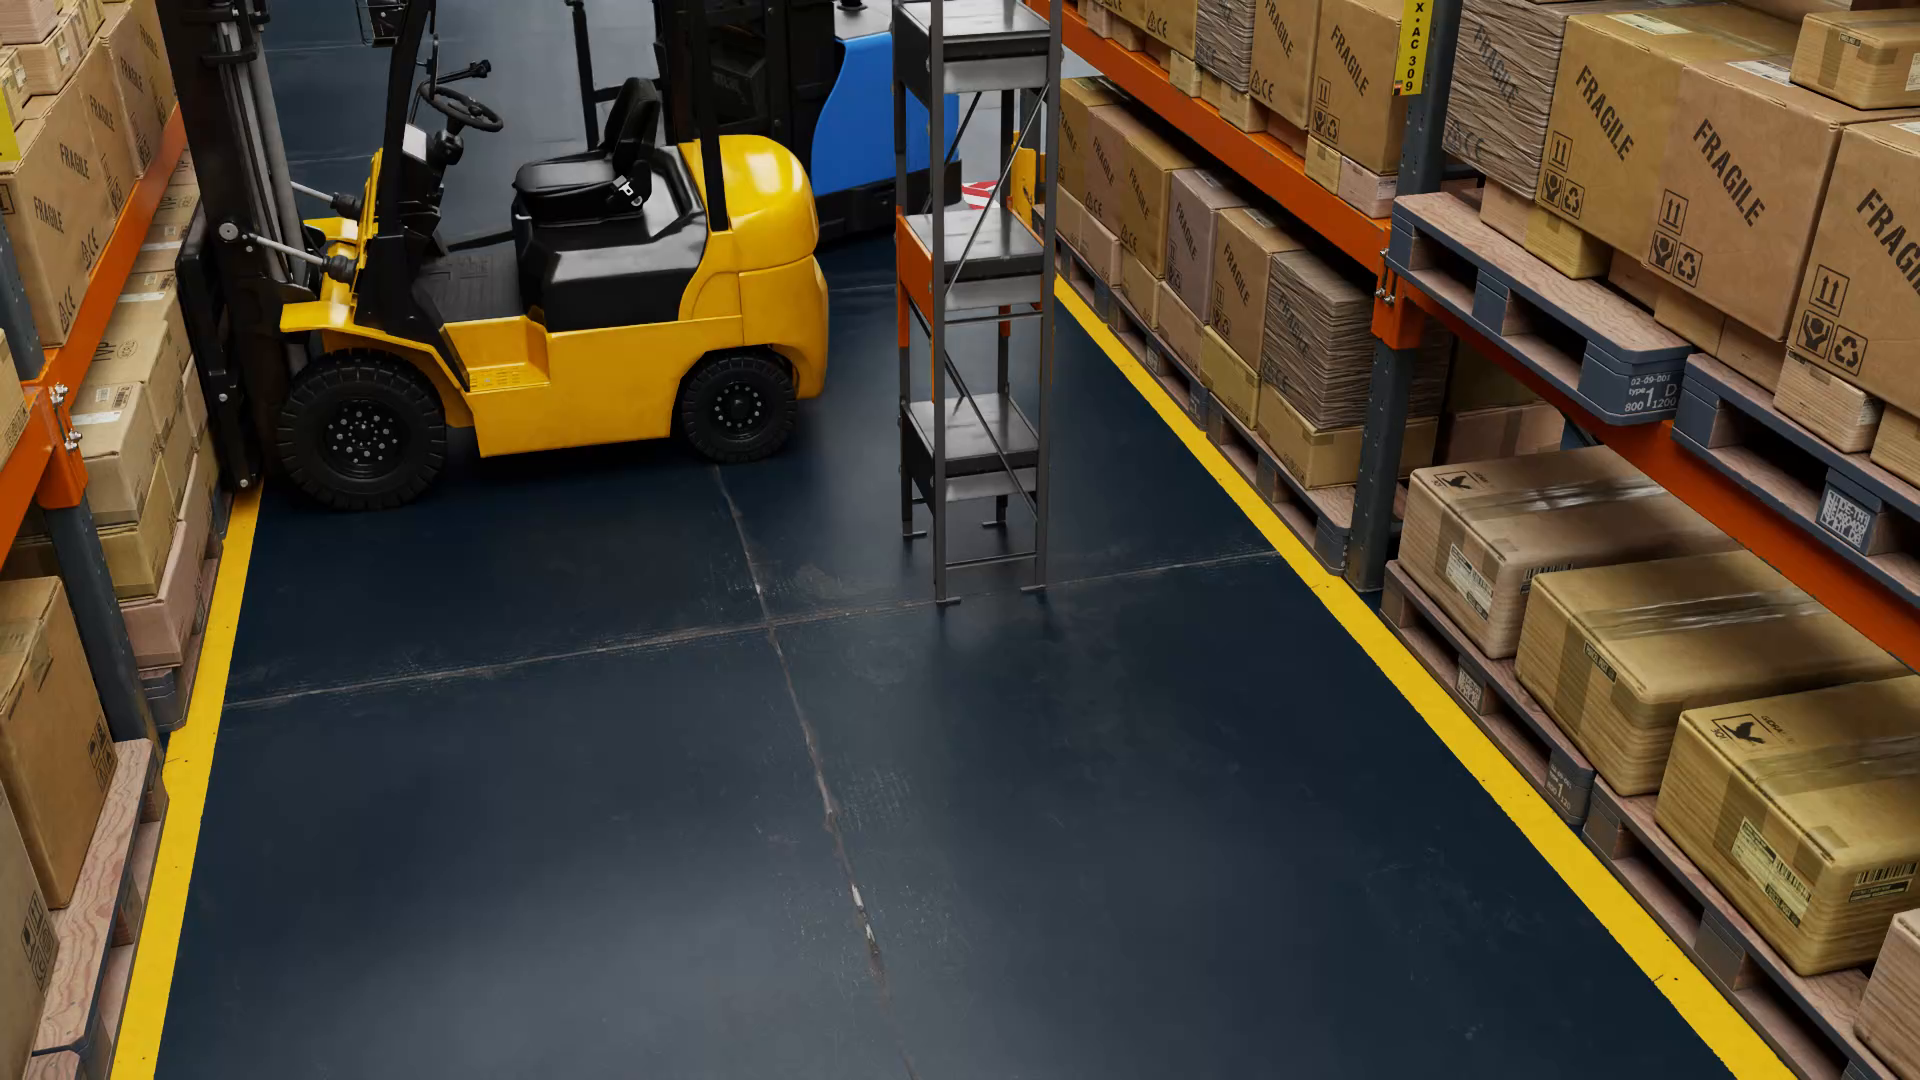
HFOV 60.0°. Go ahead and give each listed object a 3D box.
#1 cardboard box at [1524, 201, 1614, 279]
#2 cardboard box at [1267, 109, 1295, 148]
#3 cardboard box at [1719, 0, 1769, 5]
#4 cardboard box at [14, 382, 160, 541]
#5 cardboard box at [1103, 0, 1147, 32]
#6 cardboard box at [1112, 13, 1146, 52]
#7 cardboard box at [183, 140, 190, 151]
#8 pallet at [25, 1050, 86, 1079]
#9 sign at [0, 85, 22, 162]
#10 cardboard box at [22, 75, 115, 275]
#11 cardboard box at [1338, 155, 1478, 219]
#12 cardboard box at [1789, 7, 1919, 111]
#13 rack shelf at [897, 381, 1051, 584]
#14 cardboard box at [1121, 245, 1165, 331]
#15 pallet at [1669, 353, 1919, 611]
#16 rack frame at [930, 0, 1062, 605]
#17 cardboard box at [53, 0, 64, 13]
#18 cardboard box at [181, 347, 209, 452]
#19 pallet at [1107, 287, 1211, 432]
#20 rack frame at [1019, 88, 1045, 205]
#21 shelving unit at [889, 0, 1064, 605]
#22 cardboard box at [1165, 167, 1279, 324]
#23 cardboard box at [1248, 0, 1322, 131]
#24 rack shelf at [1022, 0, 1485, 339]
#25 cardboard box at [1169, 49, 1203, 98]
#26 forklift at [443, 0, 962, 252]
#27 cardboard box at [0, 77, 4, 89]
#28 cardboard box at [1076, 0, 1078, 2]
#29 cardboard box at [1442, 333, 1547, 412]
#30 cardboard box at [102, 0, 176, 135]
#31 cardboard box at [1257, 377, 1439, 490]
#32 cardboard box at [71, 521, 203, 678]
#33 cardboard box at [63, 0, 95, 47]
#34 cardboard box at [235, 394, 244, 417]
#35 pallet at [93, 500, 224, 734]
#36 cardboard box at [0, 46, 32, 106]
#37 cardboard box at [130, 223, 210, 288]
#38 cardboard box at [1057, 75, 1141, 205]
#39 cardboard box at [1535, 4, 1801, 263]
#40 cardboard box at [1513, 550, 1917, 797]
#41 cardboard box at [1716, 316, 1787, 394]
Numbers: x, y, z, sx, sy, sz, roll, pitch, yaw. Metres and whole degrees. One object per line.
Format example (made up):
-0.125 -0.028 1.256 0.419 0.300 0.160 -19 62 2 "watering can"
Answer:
1.782 -0.839 4.537 0.380 0.149 0.250 -7 31 -12 "cardboard box"
1.384 -1.581 6.238 0.380 0.149 0.250 -8 31 -14 "cardboard box"
2.226 -1.358 4.786 0.500 0.500 0.500 -8 31 -14 "cardboard box"
-2.728 -0.235 4.989 0.500 0.250 0.500 -8 31 -14 "cardboard box"
0.956 -2.540 7.247 0.500 0.500 0.500 -8 31 -14 "cardboard box"
0.908 -2.321 7.516 0.380 0.149 0.250 -7 31 -12 "cardboard box"
-3.541 -1.711 7.539 0.500 0.250 0.500 -7 31 -12 "cardboard box"
-2.341 1.613 3.253 1.003 0.211 1.213 -8 31 -13 "pallet"
-2.381 -1.079 4.043 0.100 0.325 0.005 -8 31 -13 "sign"
-2.922 -1.077 5.017 0.500 0.500 0.500 -7 31 -12 "cardboard box"
1.503 -1.203 5.585 0.380 0.149 0.250 -8 31 -14 "cardboard box"
2.054 -1.046 3.600 0.380 0.149 0.250 -6 31 -10 "cardboard box"
0.044 -0.211 5.943 0.431 0.518 0.480 -8 31 -13 "rack shelf"
1.054 -1.185 7.628 0.500 0.250 0.500 -6 31 -10 "cardboard box"
2.379 -0.133 3.677 1.003 0.211 1.213 -8 31 -13 "pallet"
0.109 -0.711 5.382 0.400 2.100 0.015 -8 31 -13 "rack frame"
-2.998 -1.677 5.110 0.380 0.149 0.250 -8 31 -14 "cardboard box"
-2.991 -0.505 5.955 0.500 0.250 0.500 -8 31 -14 "cardboard box"
1.343 -0.900 7.595 1.003 0.211 1.213 -8 31 -13 "pallet"
0.821 -3.129 8.662 1.000 3.000 0.127 -8 31 -13 "rack frame"
0.044 -0.829 5.586 0.431 2.100 0.503 -8 31 -13 "shelving unit"
1.194 -1.255 7.001 0.500 0.500 0.500 -6 31 -11 "cardboard box"
1.382 -1.798 5.966 0.500 0.500 0.500 -7 31 -12 "cardboard box"
1.352 -1.852 7.173 1.077 0.370 4.000 -8 31 -13 "rack shelf"
1.088 -1.940 6.859 0.380 0.149 0.250 -8 31 -13 "cardboard box"
-1.444 -2.852 8.251 3.031 2.935 1.130 -23 37 -34 "forklift"
-2.701 -1.181 4.253 0.380 0.149 0.250 -7 31 -12 "cardboard box"
0.792 -2.709 8.186 0.380 0.149 0.250 -7 31 -13 "cardboard box"
1.986 -0.834 6.274 0.500 0.500 0.500 -6 31 -11 "cardboard box"
-3.315 -1.808 6.280 0.500 0.500 0.500 -8 31 -14 "cardboard box"
1.467 -0.439 6.339 0.500 0.250 0.500 -6 31 -11 "cardboard box"
-2.711 0.195 5.244 0.500 0.250 0.500 -8 31 -13 "cardboard box"
-3.045 -1.670 5.394 0.380 0.149 0.250 -9 31 -15 "cardboard box"
-3.128 -0.542 6.517 0.500 0.250 0.500 -7 31 -12 "cardboard box"
-3.073 0.282 5.552 1.003 0.211 1.213 -8 31 -13 "pallet"
-2.899 -1.295 4.746 0.380 0.149 0.250 -8 31 -13 "cardboard box"
-3.129 -0.977 6.271 0.500 0.250 0.500 -8 31 -14 "cardboard box"
0.775 -2.007 8.301 0.500 0.500 0.500 -9 31 -15 "cardboard box"
1.864 -1.044 4.244 0.500 0.500 0.500 -8 31 -13 "cardboard box"
2.218 0.358 4.841 0.950 0.372 0.625 -6 31 -10 "cardboard box"
2.023 -0.463 3.887 0.380 0.149 0.250 -8 31 -13 "cardboard box"
